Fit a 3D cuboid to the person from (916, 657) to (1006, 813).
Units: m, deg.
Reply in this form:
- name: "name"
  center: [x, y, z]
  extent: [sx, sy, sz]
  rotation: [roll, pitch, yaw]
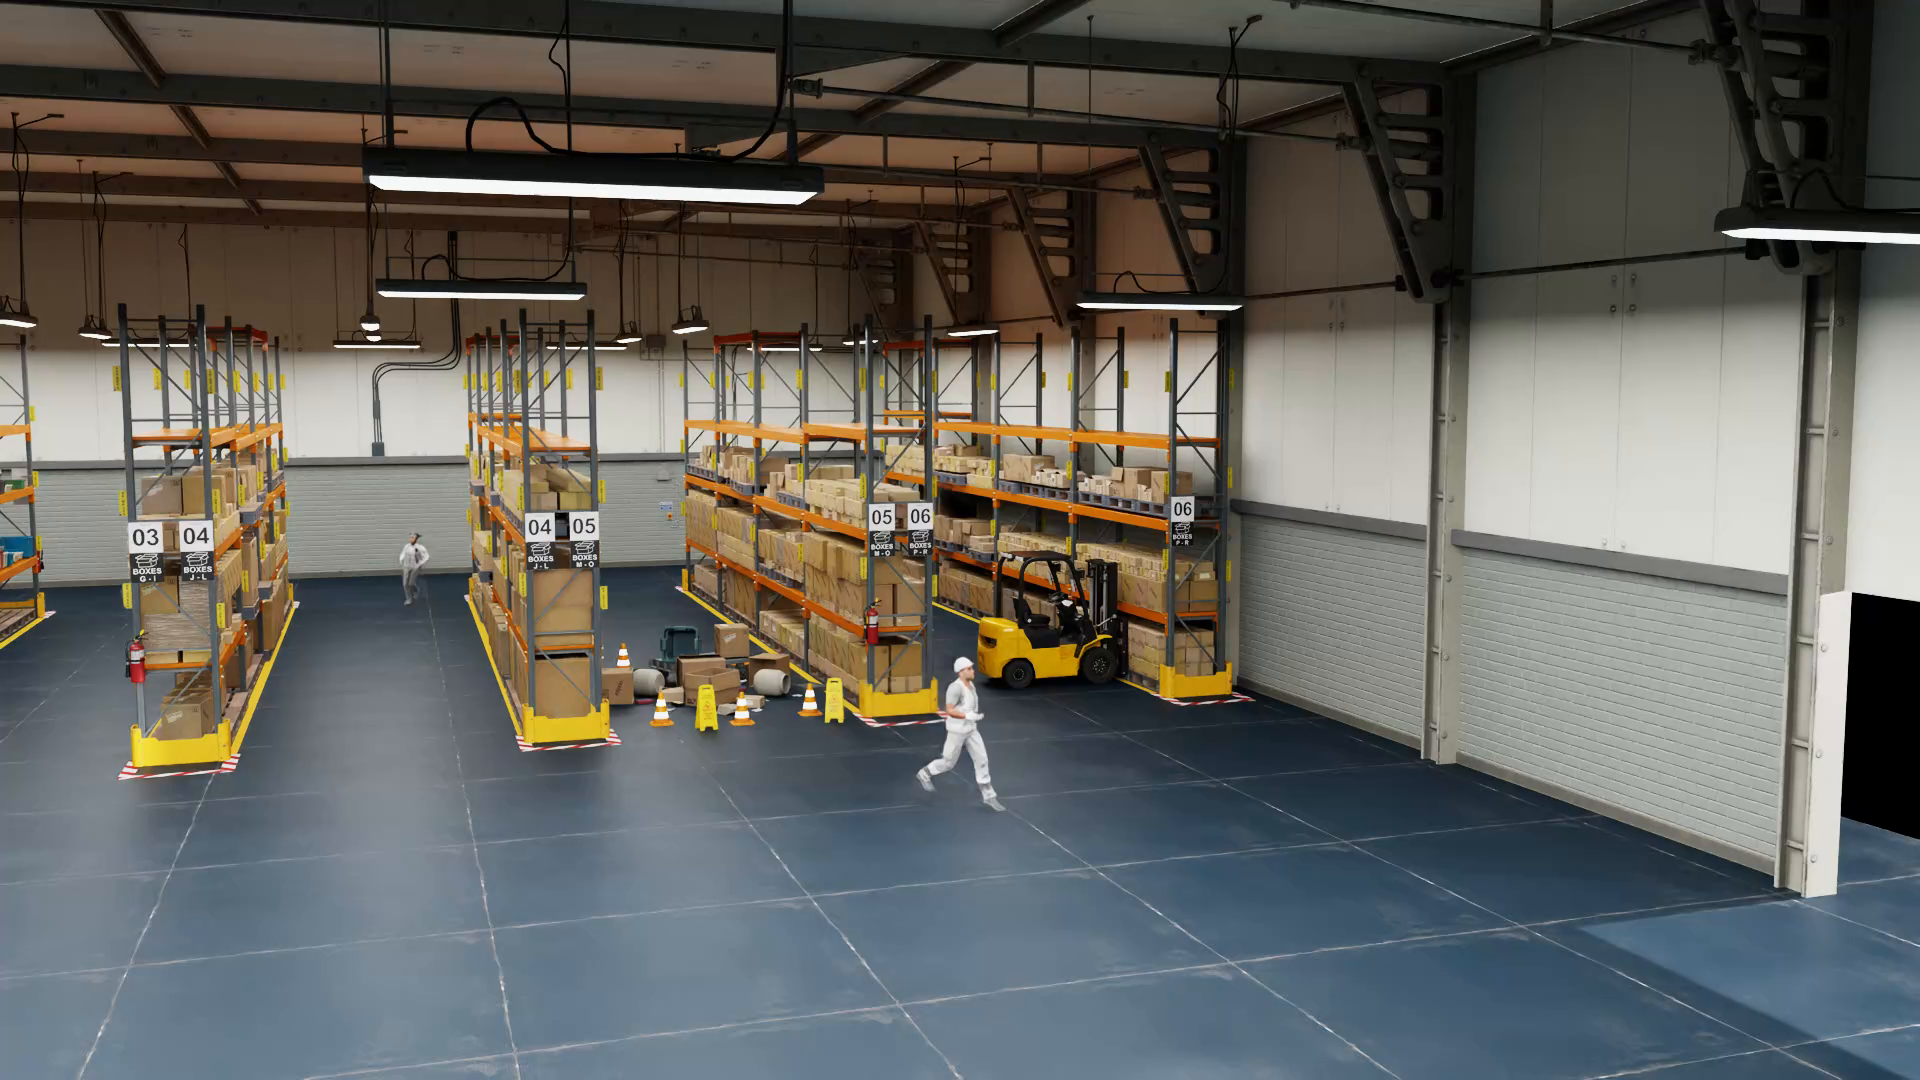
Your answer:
- name: "person"
  center: [-0.015, 2.268, 19.533]
  extent: [1.153, 1.796, 0.622]
  rotation: [4, 7, 34]

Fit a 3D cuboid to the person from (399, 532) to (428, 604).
- name: "person"
  center: [-12.386, 0.636, 37.593]
  extent: [0.620, 1.635, 0.550]
  rotation: [1, 6, 10]
